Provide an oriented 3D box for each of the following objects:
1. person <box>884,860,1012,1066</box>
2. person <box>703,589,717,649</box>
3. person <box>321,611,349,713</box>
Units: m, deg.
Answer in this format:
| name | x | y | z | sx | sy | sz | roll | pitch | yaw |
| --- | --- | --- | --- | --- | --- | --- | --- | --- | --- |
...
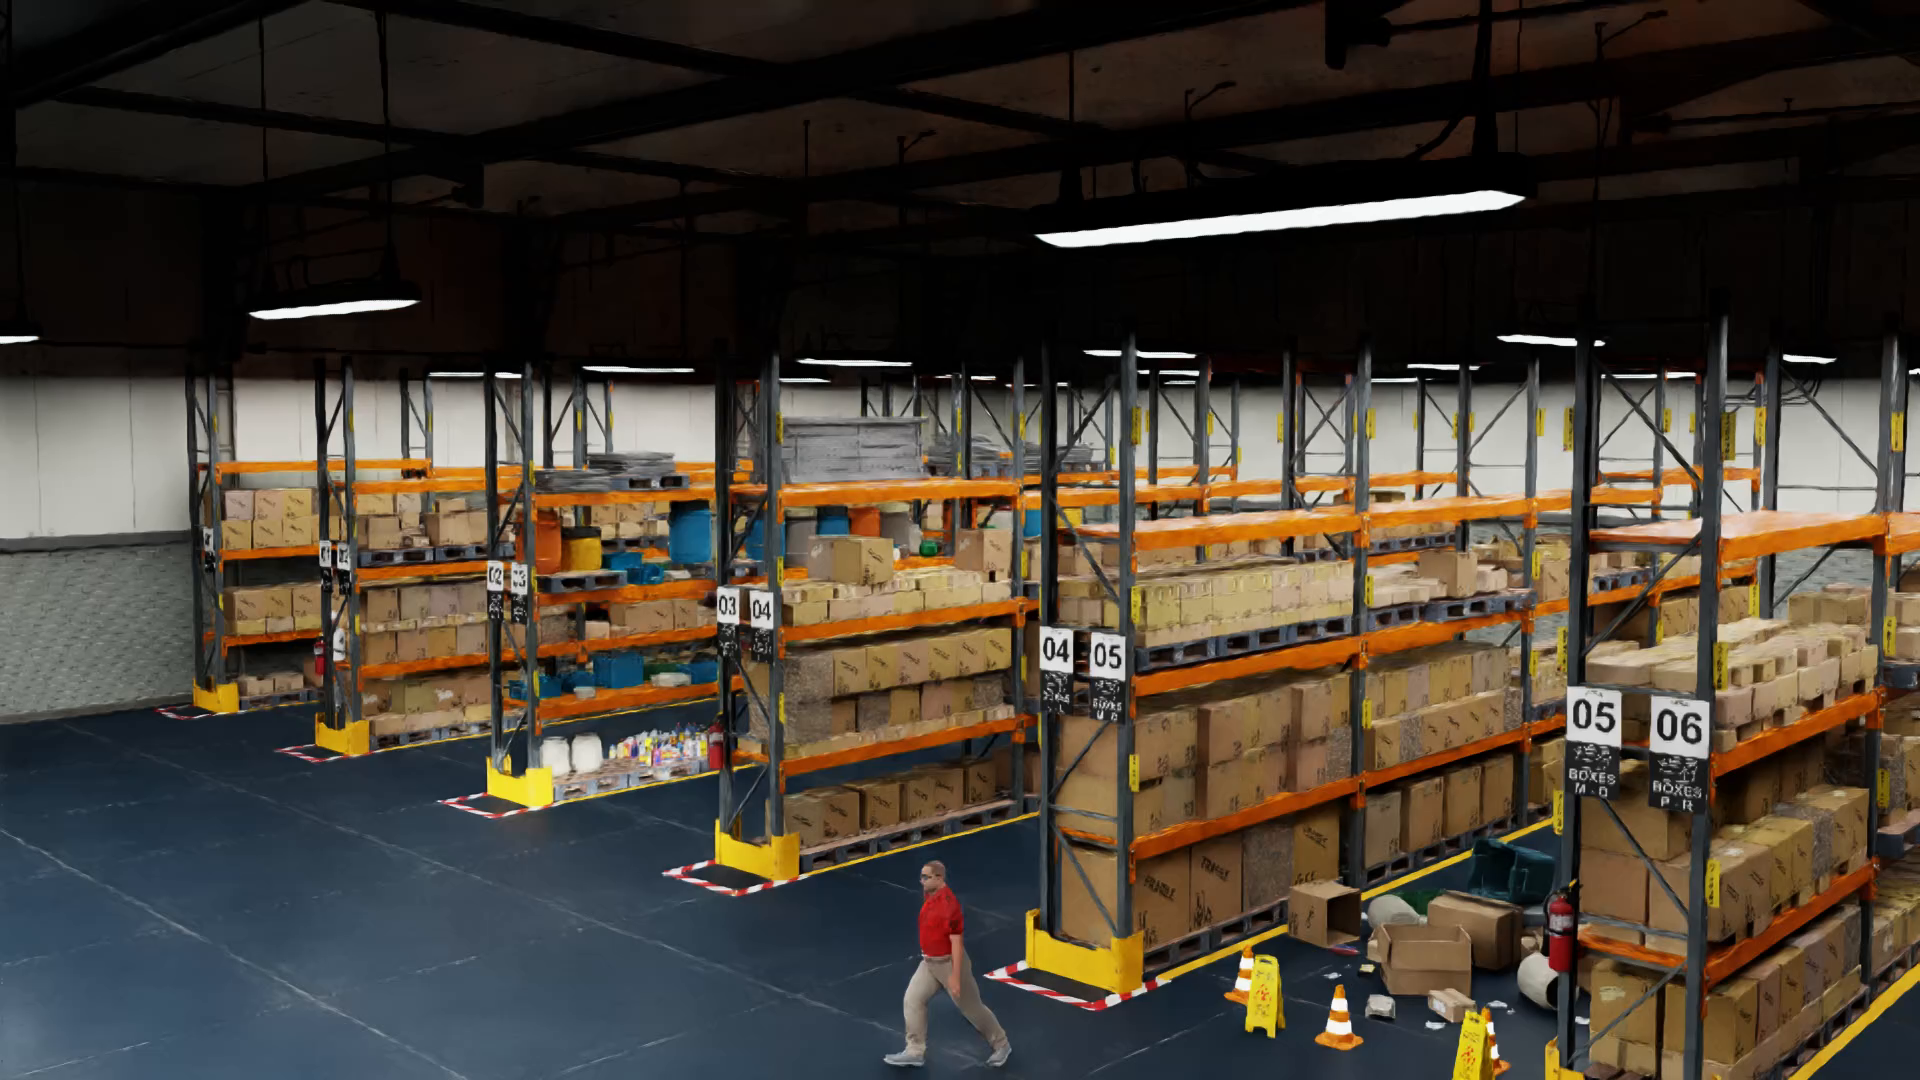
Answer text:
| name | x | y | z | sx | sy | sz | roll | pitch | yaw |
| --- | --- | --- | --- | --- | --- | --- | --- | --- | --- |
| person | -0.077 | 3.328 | 13.091 | 0.978 | 1.665 | 0.579 | -2 | 5 | -26 |
| person | -4.990 | 1.751 | 33.995 | 0.518 | 1.594 | 0.654 | 1 | 5 | 19 |
| person | -10.845 | 2.089 | 28.805 | 0.588 | 1.747 | 0.931 | 1 | 5 | 18 |
